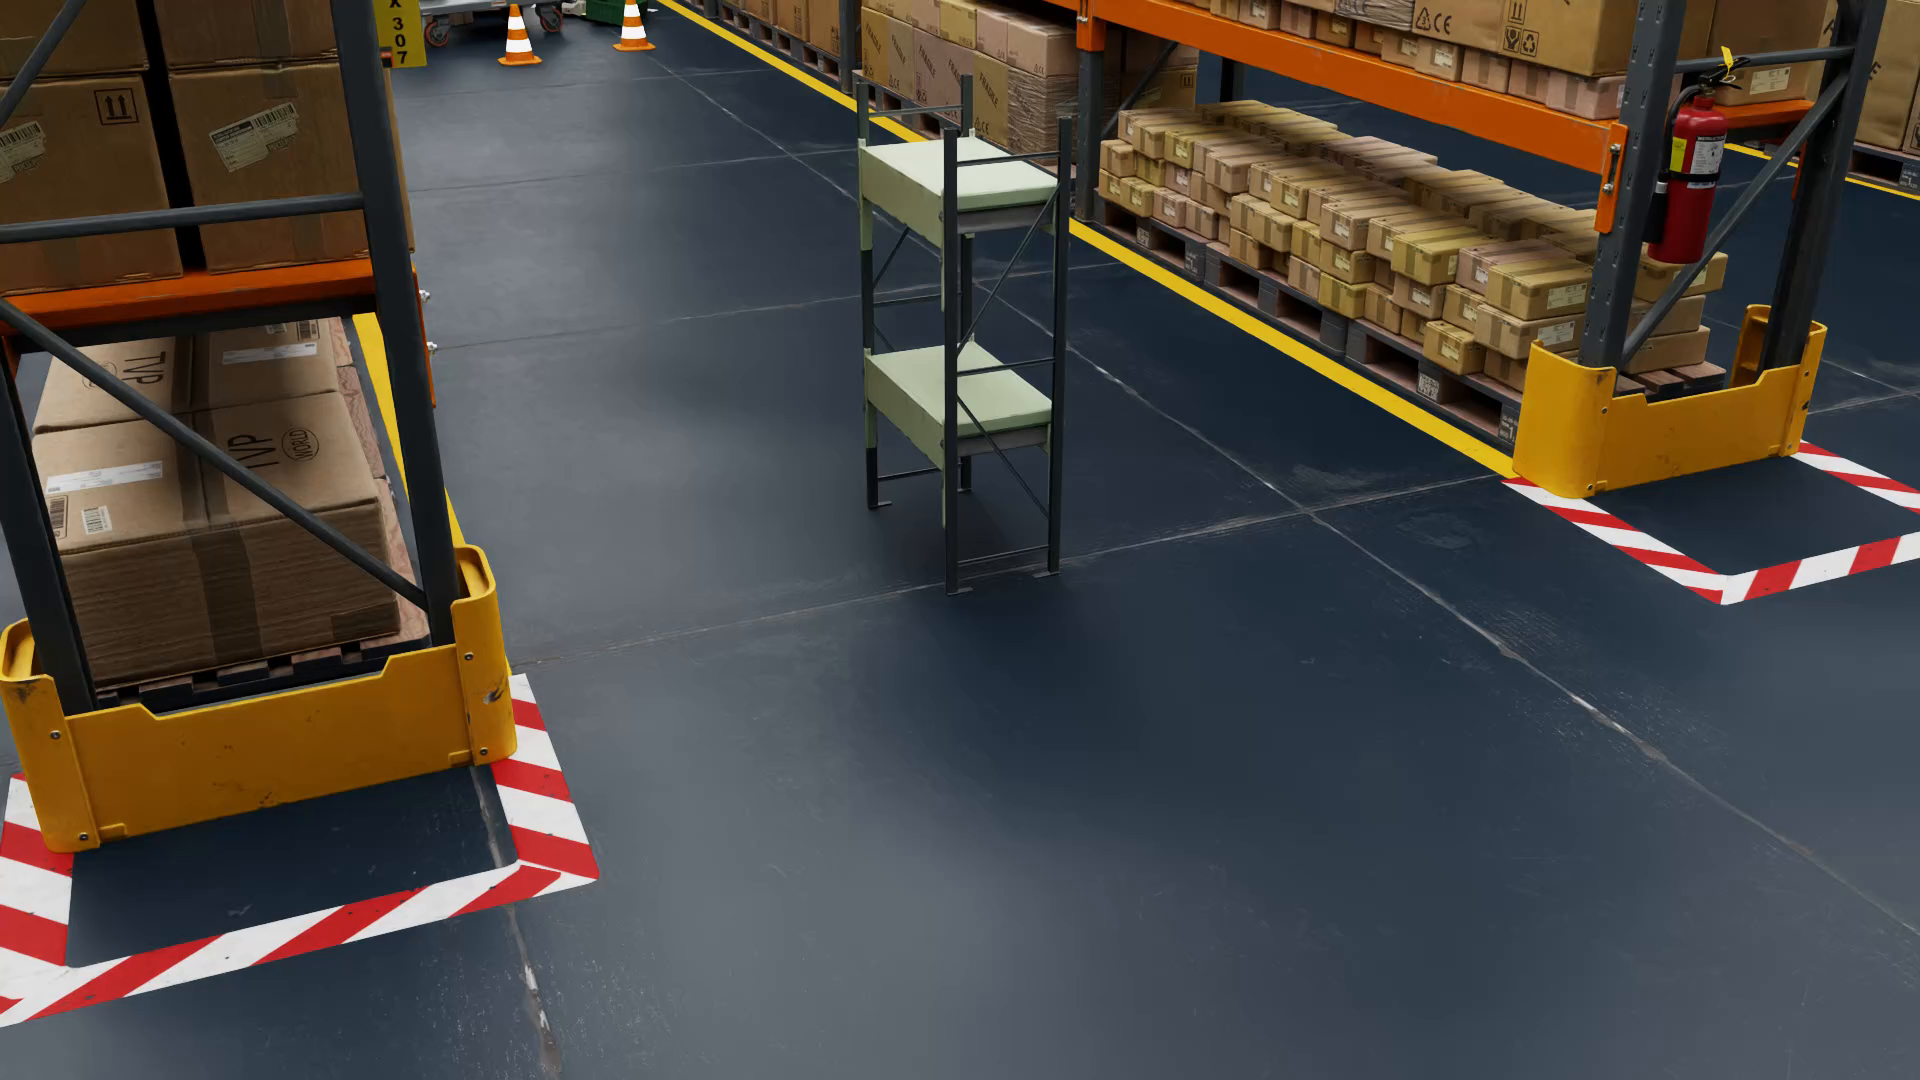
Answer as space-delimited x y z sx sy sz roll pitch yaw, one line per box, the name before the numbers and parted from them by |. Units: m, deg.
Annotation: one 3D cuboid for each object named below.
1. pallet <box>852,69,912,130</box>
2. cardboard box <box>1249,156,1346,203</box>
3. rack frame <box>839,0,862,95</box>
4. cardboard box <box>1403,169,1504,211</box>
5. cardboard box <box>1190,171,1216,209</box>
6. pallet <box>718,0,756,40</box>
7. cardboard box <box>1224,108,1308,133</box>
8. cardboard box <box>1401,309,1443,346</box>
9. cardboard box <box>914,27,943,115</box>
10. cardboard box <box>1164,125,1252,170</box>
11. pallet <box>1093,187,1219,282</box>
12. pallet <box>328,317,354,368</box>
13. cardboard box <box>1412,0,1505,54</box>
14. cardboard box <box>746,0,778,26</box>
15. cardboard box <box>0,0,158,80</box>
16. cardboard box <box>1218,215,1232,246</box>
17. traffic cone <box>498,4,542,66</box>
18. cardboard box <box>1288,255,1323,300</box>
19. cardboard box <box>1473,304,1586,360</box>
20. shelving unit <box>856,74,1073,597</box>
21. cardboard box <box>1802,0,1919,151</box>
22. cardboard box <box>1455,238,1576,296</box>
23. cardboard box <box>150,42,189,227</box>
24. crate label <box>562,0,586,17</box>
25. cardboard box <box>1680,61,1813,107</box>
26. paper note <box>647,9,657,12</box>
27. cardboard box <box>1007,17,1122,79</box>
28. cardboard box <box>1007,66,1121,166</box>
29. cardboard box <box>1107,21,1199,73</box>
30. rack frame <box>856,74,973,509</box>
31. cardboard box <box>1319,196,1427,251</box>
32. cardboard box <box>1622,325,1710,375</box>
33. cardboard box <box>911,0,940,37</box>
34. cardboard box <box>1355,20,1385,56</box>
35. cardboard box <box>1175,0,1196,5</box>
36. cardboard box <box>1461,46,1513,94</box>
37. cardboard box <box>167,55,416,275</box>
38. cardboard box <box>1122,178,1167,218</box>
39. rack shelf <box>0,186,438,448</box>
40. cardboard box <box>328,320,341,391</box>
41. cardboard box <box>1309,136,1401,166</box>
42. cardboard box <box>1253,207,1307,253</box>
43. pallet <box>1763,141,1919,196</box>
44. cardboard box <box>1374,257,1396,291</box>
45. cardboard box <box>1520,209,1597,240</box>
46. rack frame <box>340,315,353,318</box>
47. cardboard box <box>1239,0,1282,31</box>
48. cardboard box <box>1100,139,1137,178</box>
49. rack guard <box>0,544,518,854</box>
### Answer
pallet | -0.125 -3.288 12.243 1.003 0.211 1.213 -11 28 -21
cardboard box | 1.609 -1.713 7.932 0.380 0.149 0.250 -12 28 -23
rack frame | -0.430 -4.856 12.278 1.000 3.000 0.127 -11 28 -21
cardboard box | 2.277 -1.599 7.700 0.380 0.149 0.250 -10 28 -20
cardboard box | 1.398 -1.793 8.435 0.380 0.149 0.250 -12 29 -23
pallet | -1.625 -4.919 15.585 1.003 0.211 1.213 -11 28 -21
cardboard box | 1.652 -2.221 8.973 0.380 0.149 0.250 -10 28 -20
cardboard box | 2.087 -0.919 6.984 0.380 0.149 0.250 -11 28 -21
cardboard box | 0.018 -3.184 11.222 0.500 0.500 0.500 -11 28 -22
cardboard box | 1.279 -2.027 8.575 0.380 0.149 0.250 -11 28 -21
pallet | 1.432 -1.723 9.039 1.003 0.211 1.213 -11 28 -21
pallet | -3.153 -0.777 7.100 1.003 0.211 1.213 -11 28 -21
cardboard box | 2.093 -2.151 6.284 0.500 0.500 0.500 -11 28 -21
cardboard box | -1.296 -5.024 14.706 1.050 0.750 0.750 -11 28 -21
cardboard box | -2.220 -1.383 3.911 0.500 0.500 0.500 -10 28 -19
cardboard box | 1.516 -1.552 8.280 0.380 0.149 0.250 -12 28 -23
traffic cone | -3.704 -4.235 13.895 0.336 0.463 0.334 -11 28 -21
cardboard box | 1.732 -1.222 7.605 0.380 0.149 0.250 -10 28 -20
cardboard box | 2.234 -0.832 6.467 0.380 0.149 0.250 -11 28 -22
shelving unit | -0.003 -0.677 5.426 0.431 1.500 0.755 -11 28 -21
cardboard box | 5.925 -3.007 10.432 0.875 0.875 0.875 -11 28 -21
cardboard box | 2.217 -1.083 6.642 0.380 0.149 0.250 -10 28 -20
cardboard box | -2.427 -1.135 4.541 0.500 0.500 0.500 -11 28 -22
crate label | -3.732 -5.179 16.202 0.250 0.136 0.298 13 29 24
cardboard box | 2.878 -1.701 6.101 0.380 0.149 0.250 -11 28 -21
paper note | -3.093 -5.253 16.473 0.142 0.020 0.147 13 29 24
cardboard box | 0.612 -2.901 9.789 0.500 0.250 0.500 -11 28 -22
cardboard box | 0.615 -2.562 9.950 0.500 0.500 0.500 -11 28 -22
cardboard box | 1.090 -2.988 9.966 0.500 0.250 0.500 -12 28 -23
rack frame | -0.146 -0.824 5.729 0.400 1.500 0.023 -11 28 -21
cardboard box | 1.799 -1.380 7.251 0.380 0.149 0.250 -10 28 -19
cardboard box | 2.793 -0.801 6.742 0.380 0.149 0.250 -10 28 -20
cardboard box | -0.002 -3.532 11.081 0.500 0.250 0.500 -10 28 -20
cardboard box | 1.892 -2.132 6.984 0.380 0.149 0.250 -12 28 -23
cardboard box | 1.269 -2.768 8.286 0.380 0.149 0.250 -12 28 -23
cardboard box | 2.140 -1.802 6.309 0.380 0.149 0.250 -11 28 -21
cardboard box | -1.736 -1.023 4.313 0.500 0.500 0.500 -11 28 -21
cardboard box | 1.088 -1.839 8.869 0.380 0.149 0.250 -10 28 -19
rack shelf | -2.595 -1.219 5.649 1.077 0.370 4.000 -11 28 -21
cardboard box | -2.880 -0.754 6.318 0.875 0.438 0.875 -11 28 -22
cardboard box | 1.977 -1.910 8.336 0.380 0.149 0.250 -12 28 -23
cardboard box | 1.597 -1.461 7.756 0.380 0.149 0.250 -10 28 -20
pallet | 5.966 -2.479 10.588 1.003 0.211 1.213 -11 28 -21
cardboard box | 2.018 -1.168 7.154 0.380 0.149 0.250 -11 28 -21
cardboard box | 2.611 -1.286 7.057 0.380 0.149 0.250 -11 28 -21
rack frame | -3.378 -2.350 7.145 1.000 3.000 0.127 -11 28 -21
cardboard box | 1.507 -2.435 7.604 0.380 0.149 0.250 -9 28 -18
cardboard box | 0.984 -2.081 9.026 0.380 0.149 0.250 -9 28 -18
rack guard | -1.803 0.398 4.366 1.175 0.500 0.348 -11 28 -21
